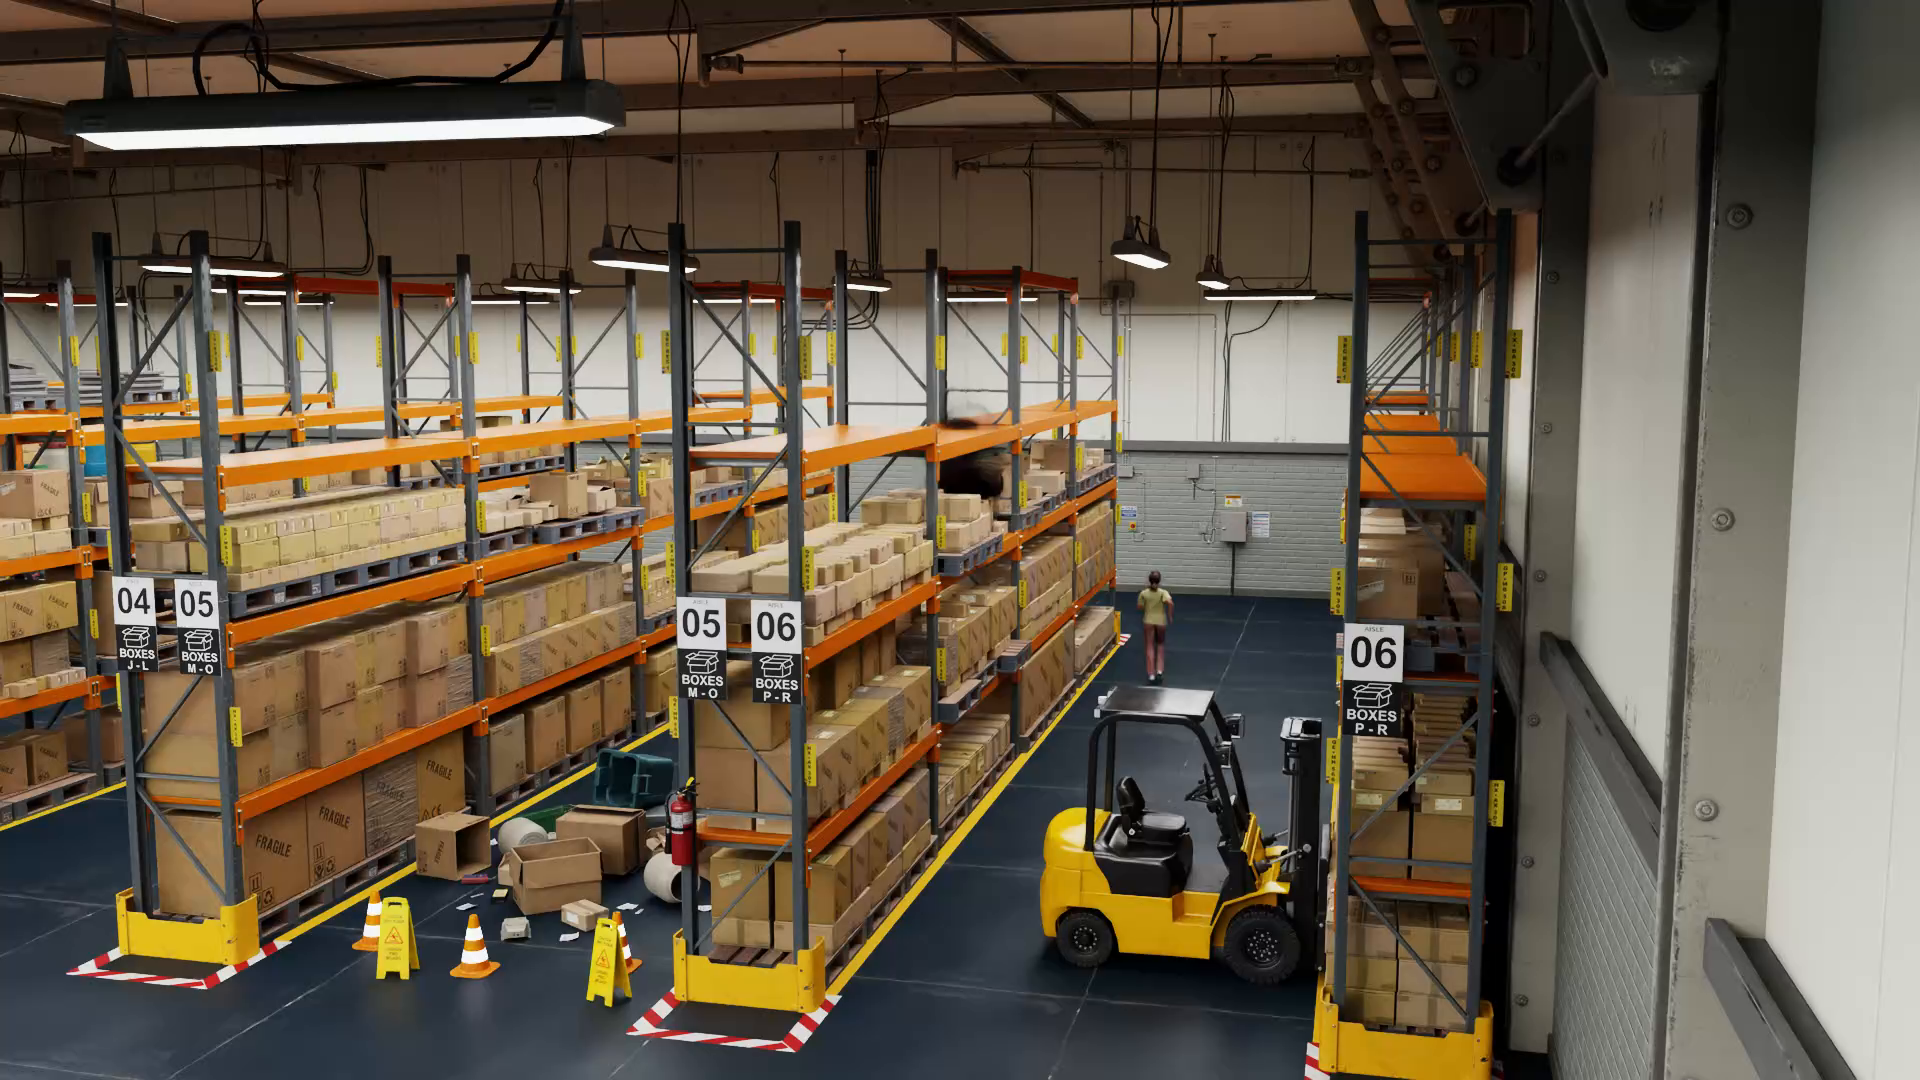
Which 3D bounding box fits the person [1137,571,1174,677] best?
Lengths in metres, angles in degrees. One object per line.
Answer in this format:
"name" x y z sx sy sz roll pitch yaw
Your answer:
"person" 2.904 1.238 24.786 0.544 1.564 0.717 1 7 4
